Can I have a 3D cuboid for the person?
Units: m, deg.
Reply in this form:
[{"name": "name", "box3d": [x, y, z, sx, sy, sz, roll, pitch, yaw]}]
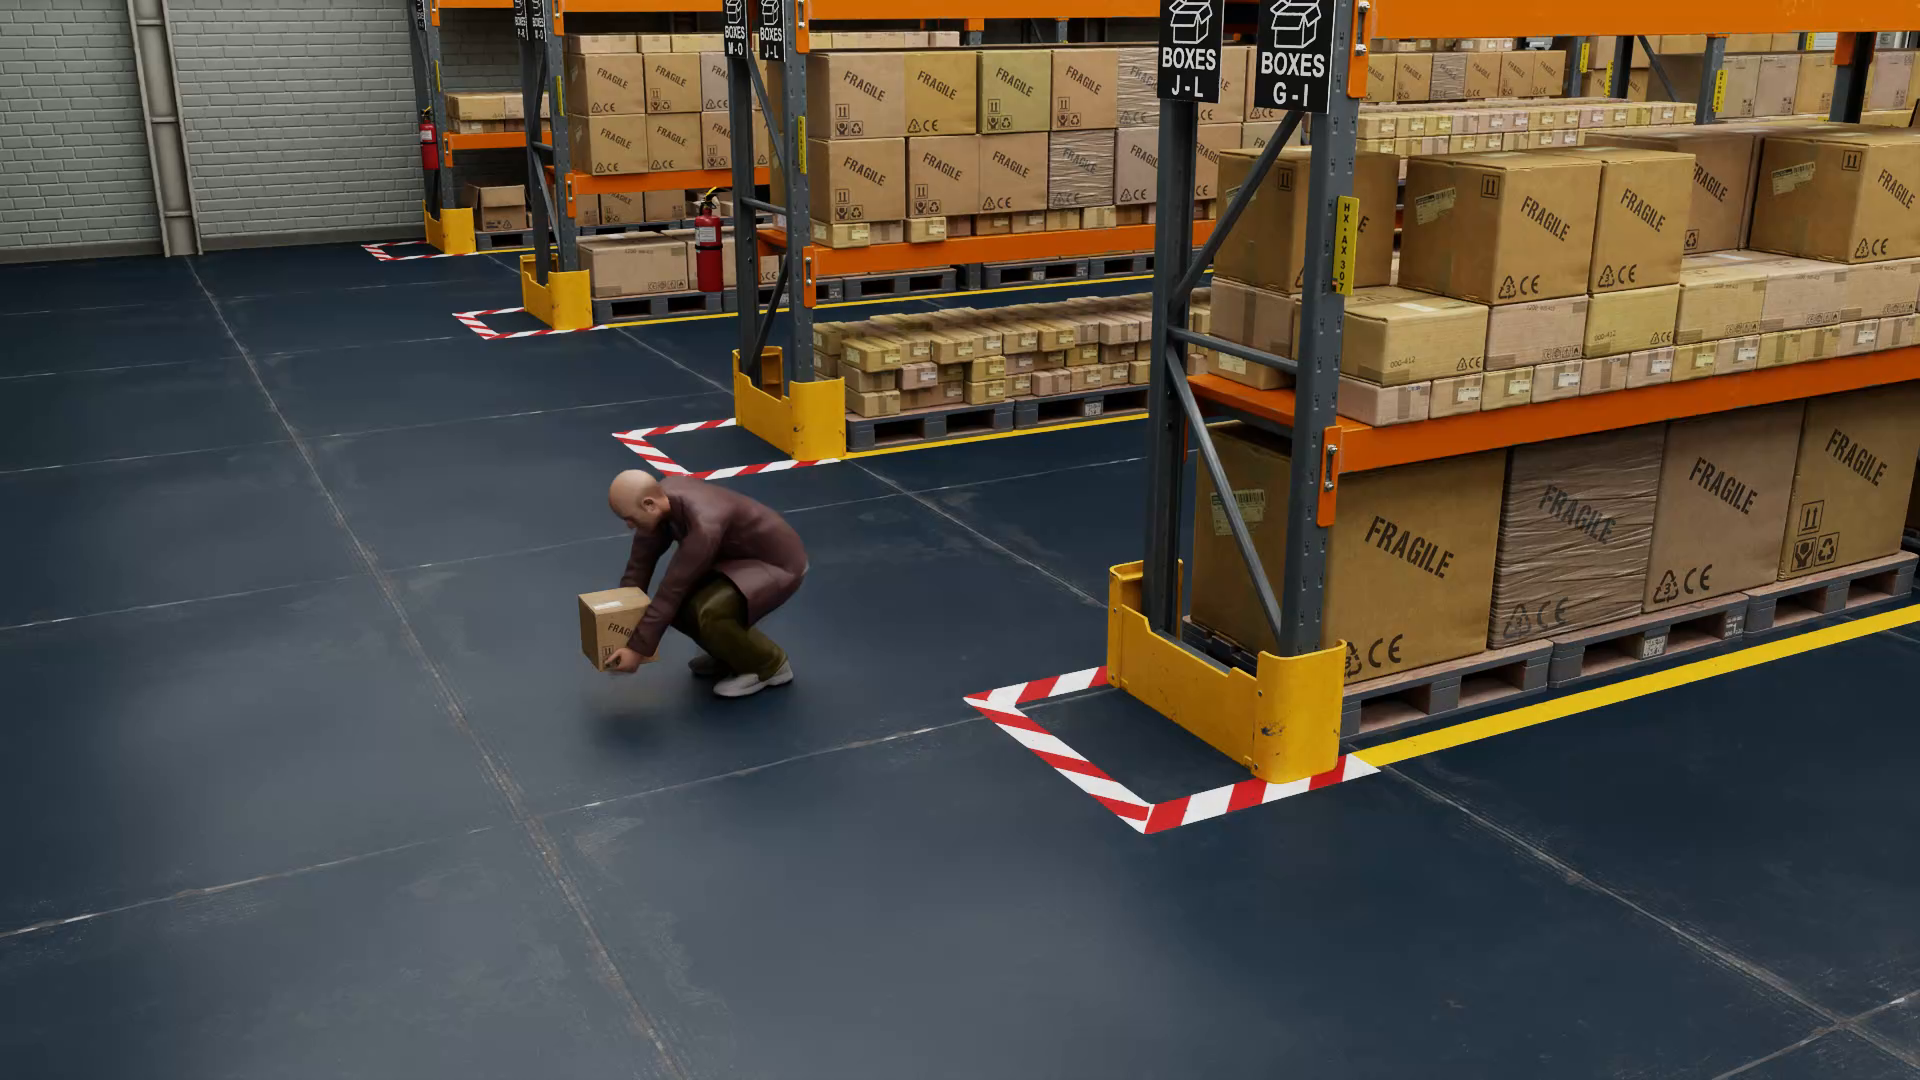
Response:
[{"name": "person", "box3d": [-1.078, 0.152, 6.906, 0.940, 0.980, 0.577, -10, 21, -28]}]
